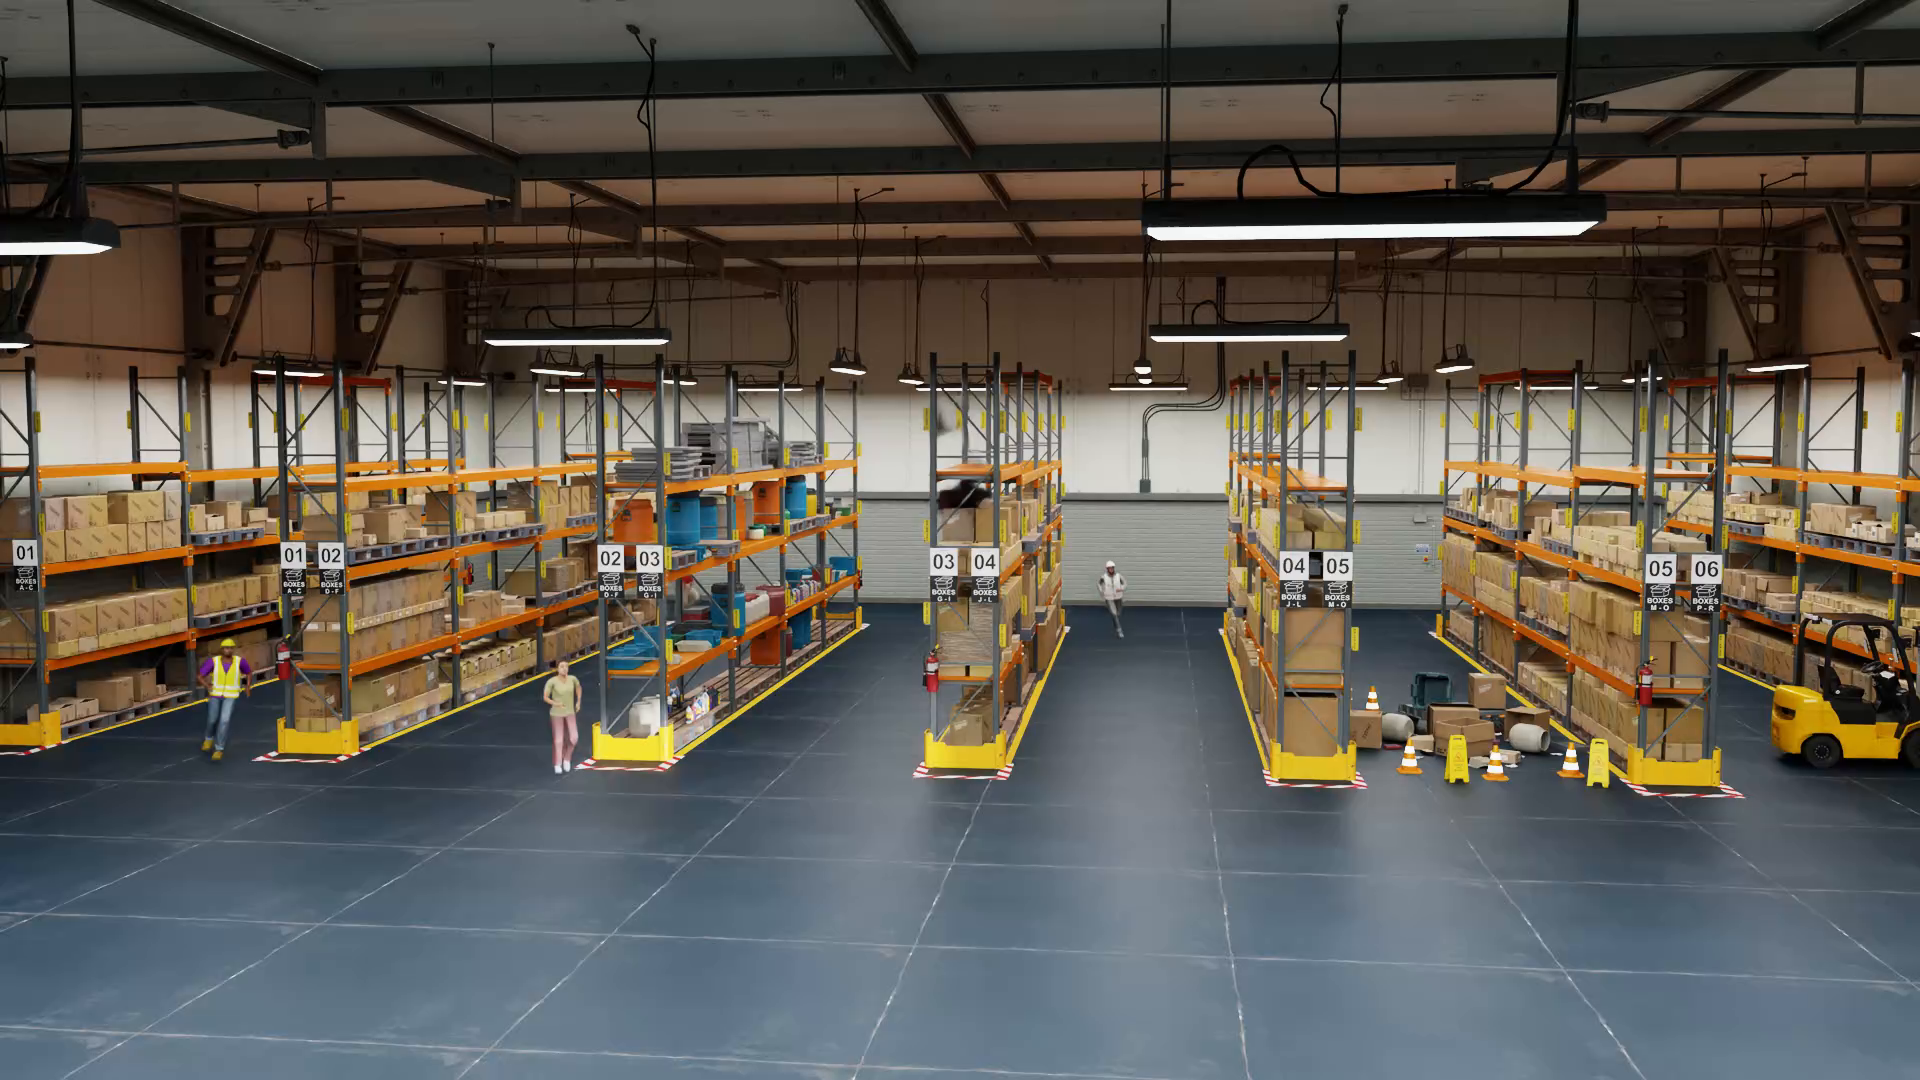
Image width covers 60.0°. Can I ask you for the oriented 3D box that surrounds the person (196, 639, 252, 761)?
[{"bbox_3d":[-11.021,2.356,24.915,0.758,1.752,0.956,-2,4,-21],"label":"person"}]

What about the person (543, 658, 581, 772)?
[{"bbox_3d":[-5.637,2.502,23.707,0.607,1.643,0.604,-2,5,-31],"label":"person"}]

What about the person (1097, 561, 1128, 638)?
[{"bbox_3d":[3.568,1.370,38.864,0.684,1.764,0.930,0,4,-5],"label":"person"}]

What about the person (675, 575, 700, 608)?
[{"bbox_3d":[-6.866,1.202,41.765,0.600,1.698,0.681,3,5,34],"label":"person"}]
